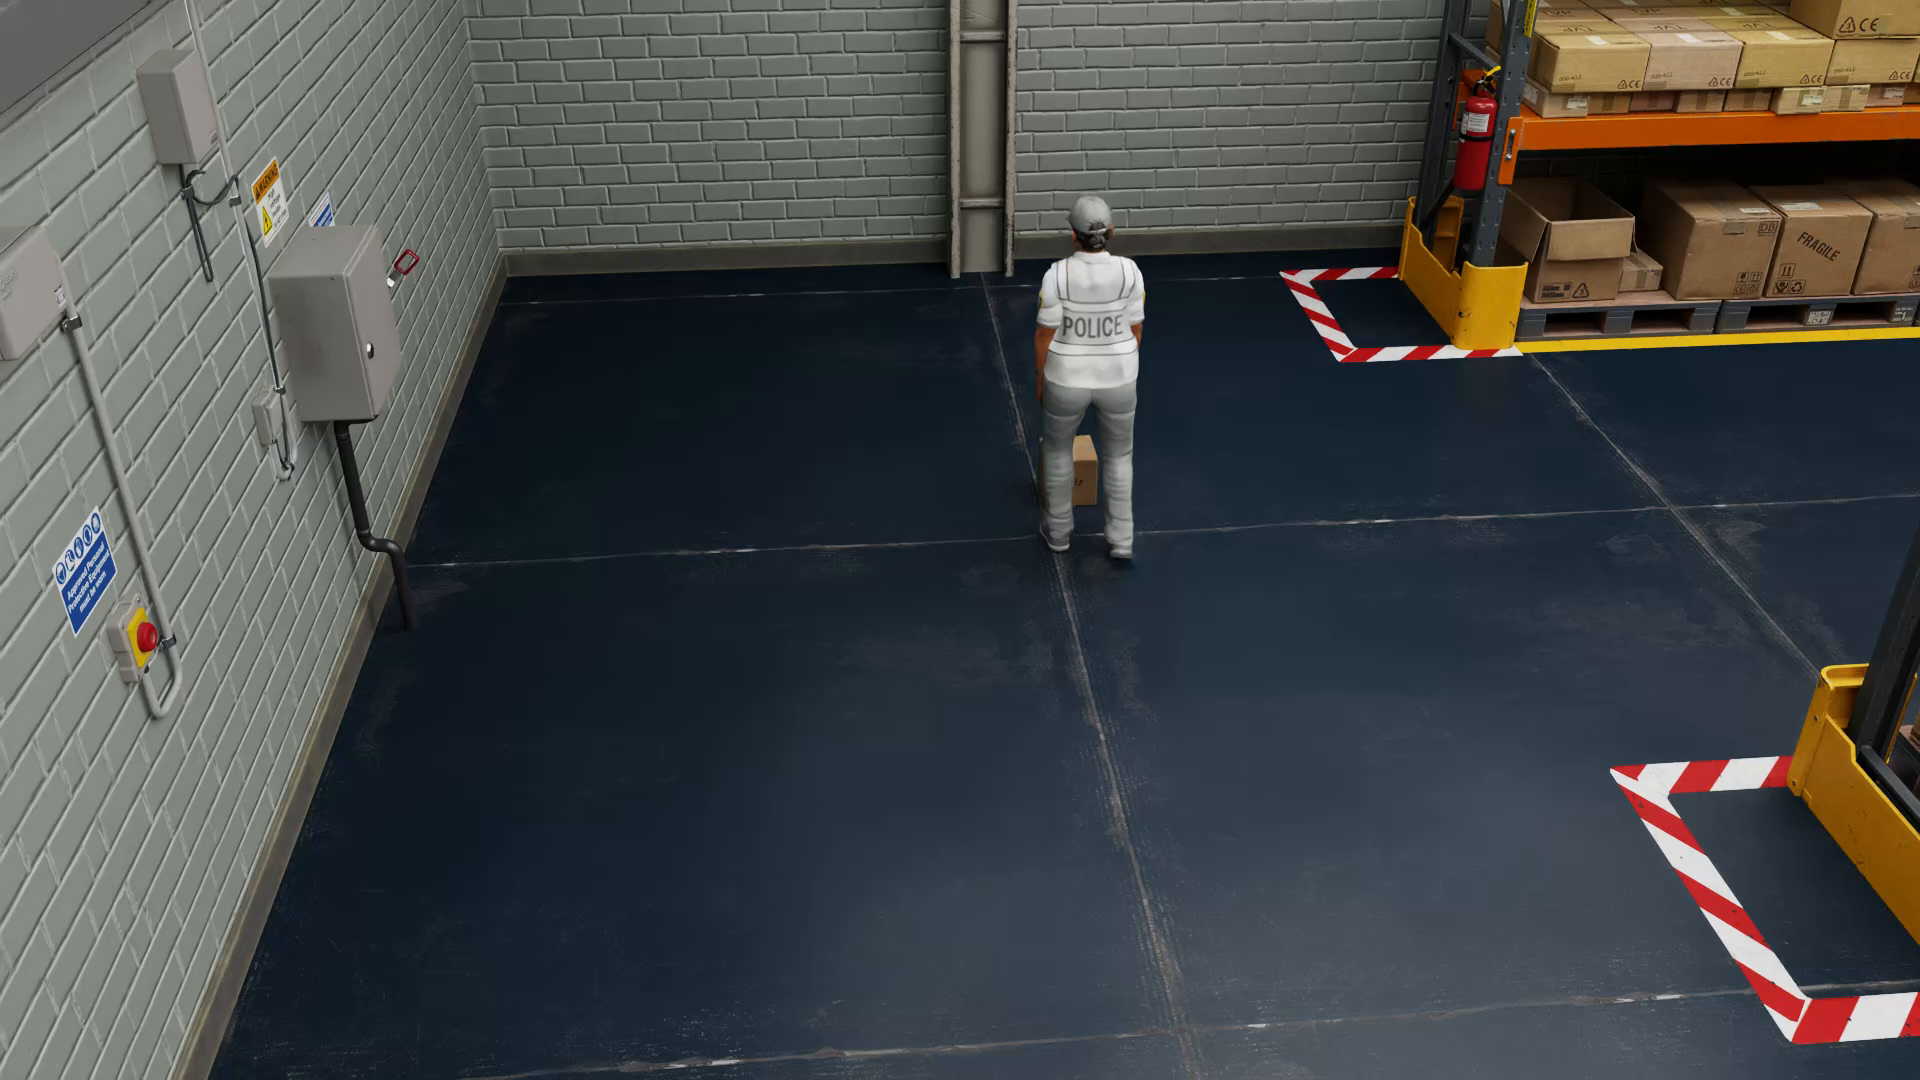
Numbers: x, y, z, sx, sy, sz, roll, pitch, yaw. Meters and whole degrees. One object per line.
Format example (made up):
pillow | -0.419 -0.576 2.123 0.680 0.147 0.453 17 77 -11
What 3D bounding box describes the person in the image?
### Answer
person | 0.559 -0.644 7.306 0.481 1.777 0.428 -2 31 -4
